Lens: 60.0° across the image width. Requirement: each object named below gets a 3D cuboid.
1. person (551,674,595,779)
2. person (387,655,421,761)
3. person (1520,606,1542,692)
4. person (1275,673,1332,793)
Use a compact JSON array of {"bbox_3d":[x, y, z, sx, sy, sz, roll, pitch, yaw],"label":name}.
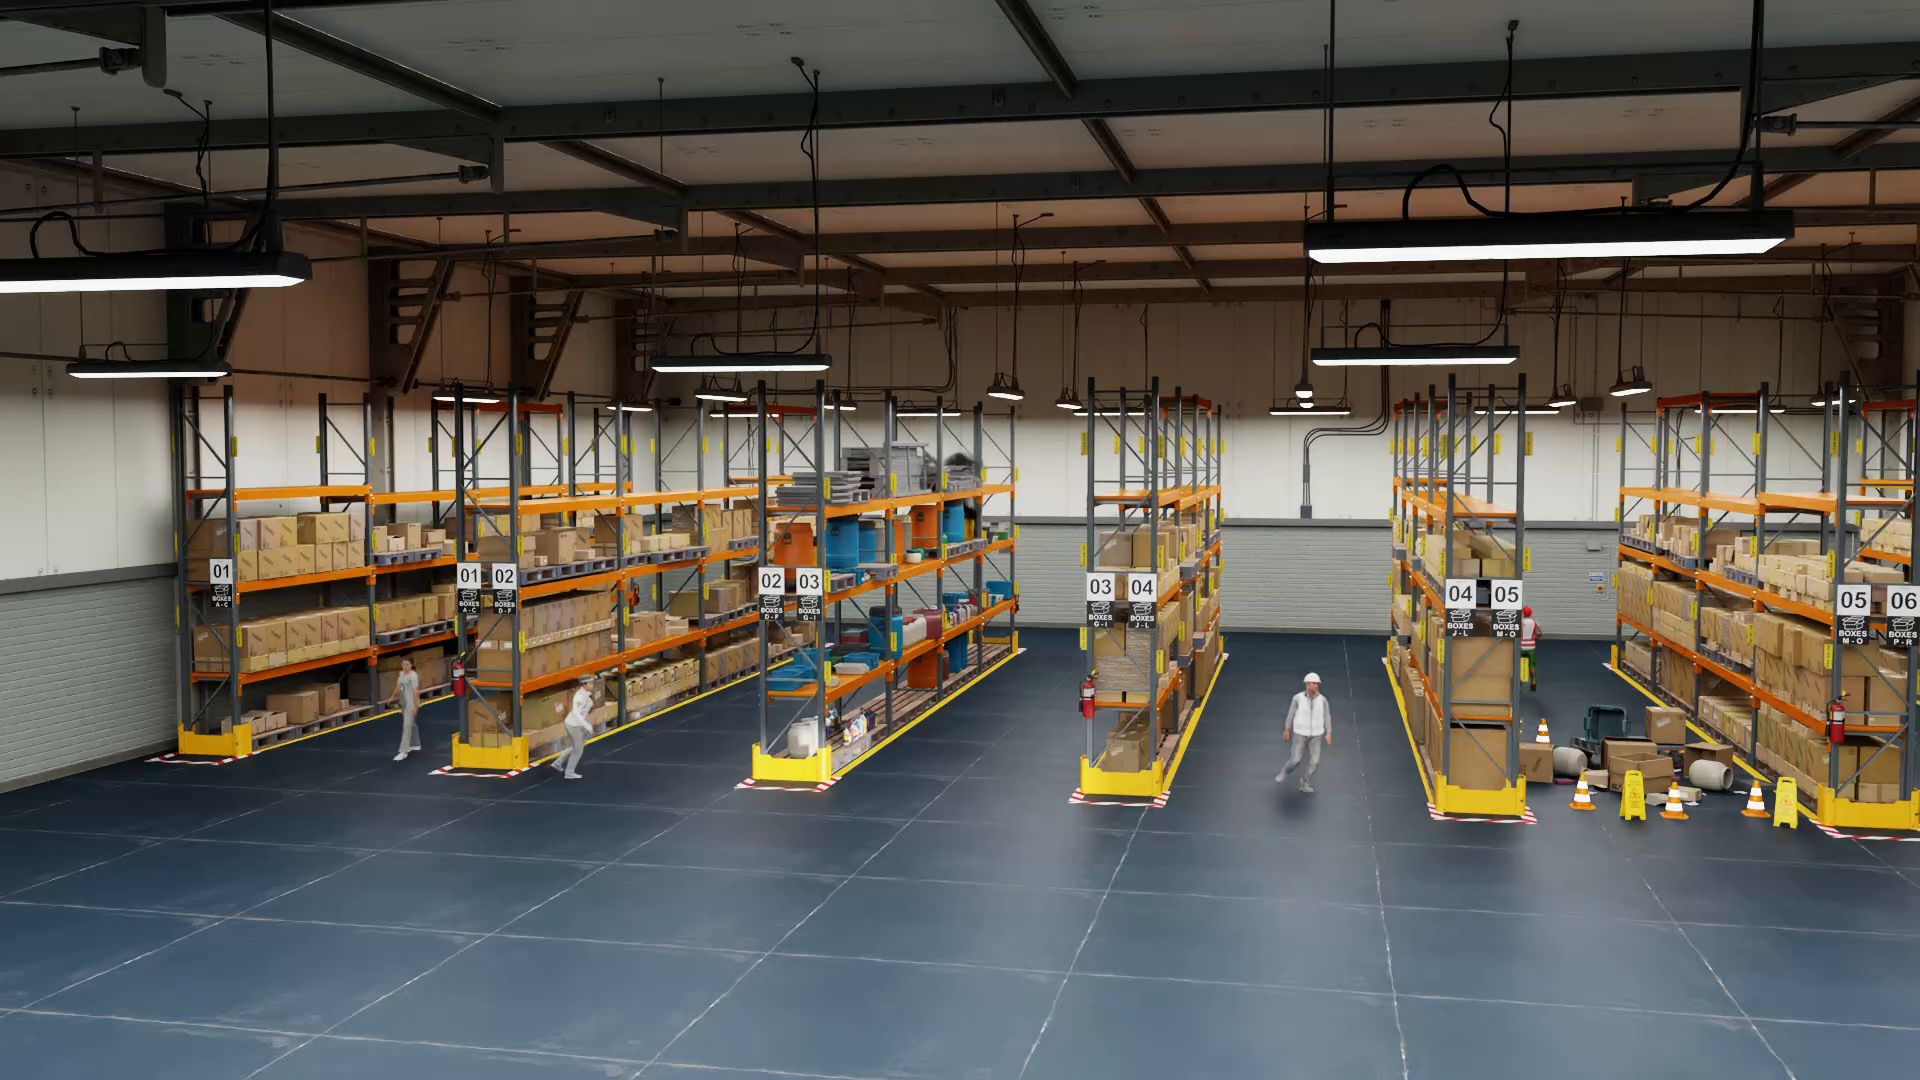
[{"bbox_3d":[-5.833,2.784,25.028,0.715,1.574,0.575,0,3,0],"label":"person"},{"bbox_3d":[-8.994,2.670,26.876,0.656,1.655,0.770,2,4,34],"label":"person"},{"bbox_3d":[11.442,2.207,33.628,0.655,1.765,1.000,0,3,6],"label":"person"},{"bbox_3d":[4.973,2.781,24.086,0.766,1.731,0.569,0,3,-3],"label":"person"}]
